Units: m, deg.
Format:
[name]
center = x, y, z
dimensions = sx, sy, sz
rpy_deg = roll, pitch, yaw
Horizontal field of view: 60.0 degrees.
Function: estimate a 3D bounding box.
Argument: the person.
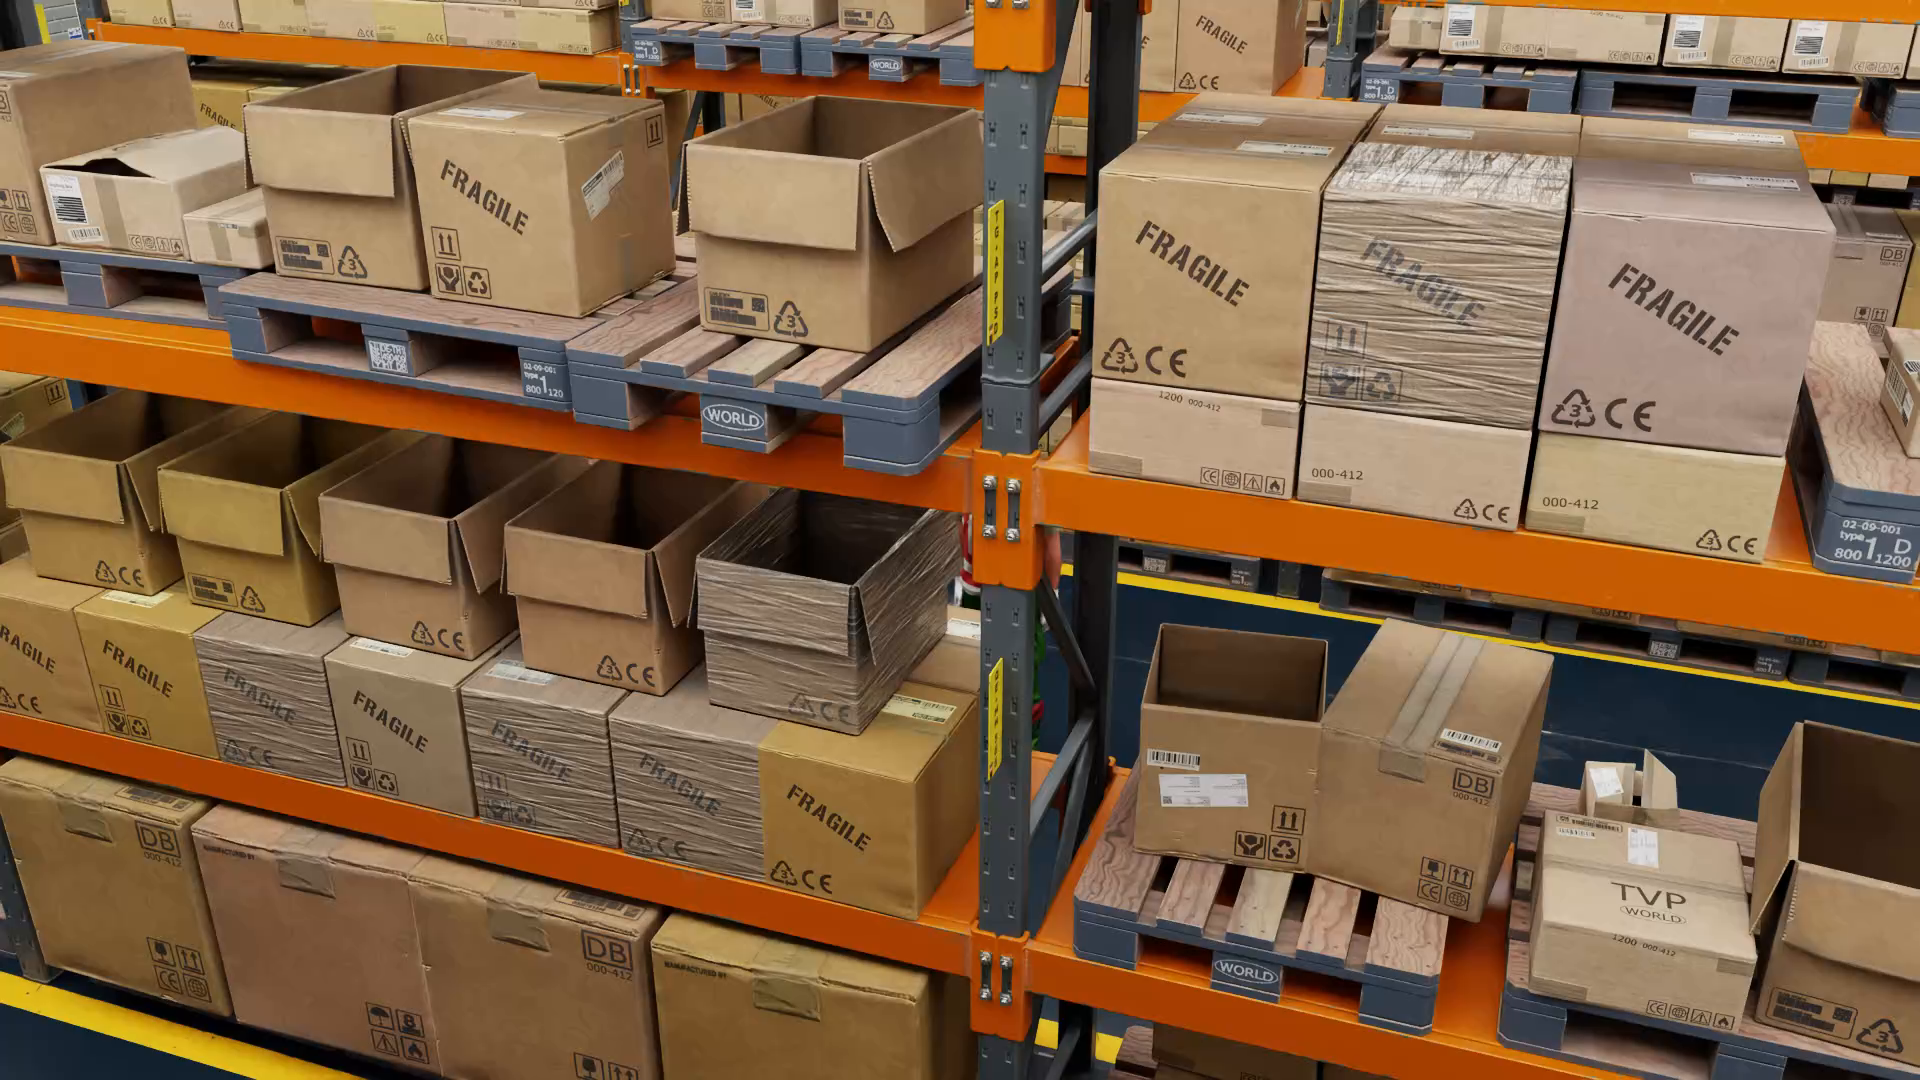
[person]
center = 0.189, 0.252, 7.650
dimensions = 0.525, 1.793, 0.414
rpy_deg = 9, 27, 19
